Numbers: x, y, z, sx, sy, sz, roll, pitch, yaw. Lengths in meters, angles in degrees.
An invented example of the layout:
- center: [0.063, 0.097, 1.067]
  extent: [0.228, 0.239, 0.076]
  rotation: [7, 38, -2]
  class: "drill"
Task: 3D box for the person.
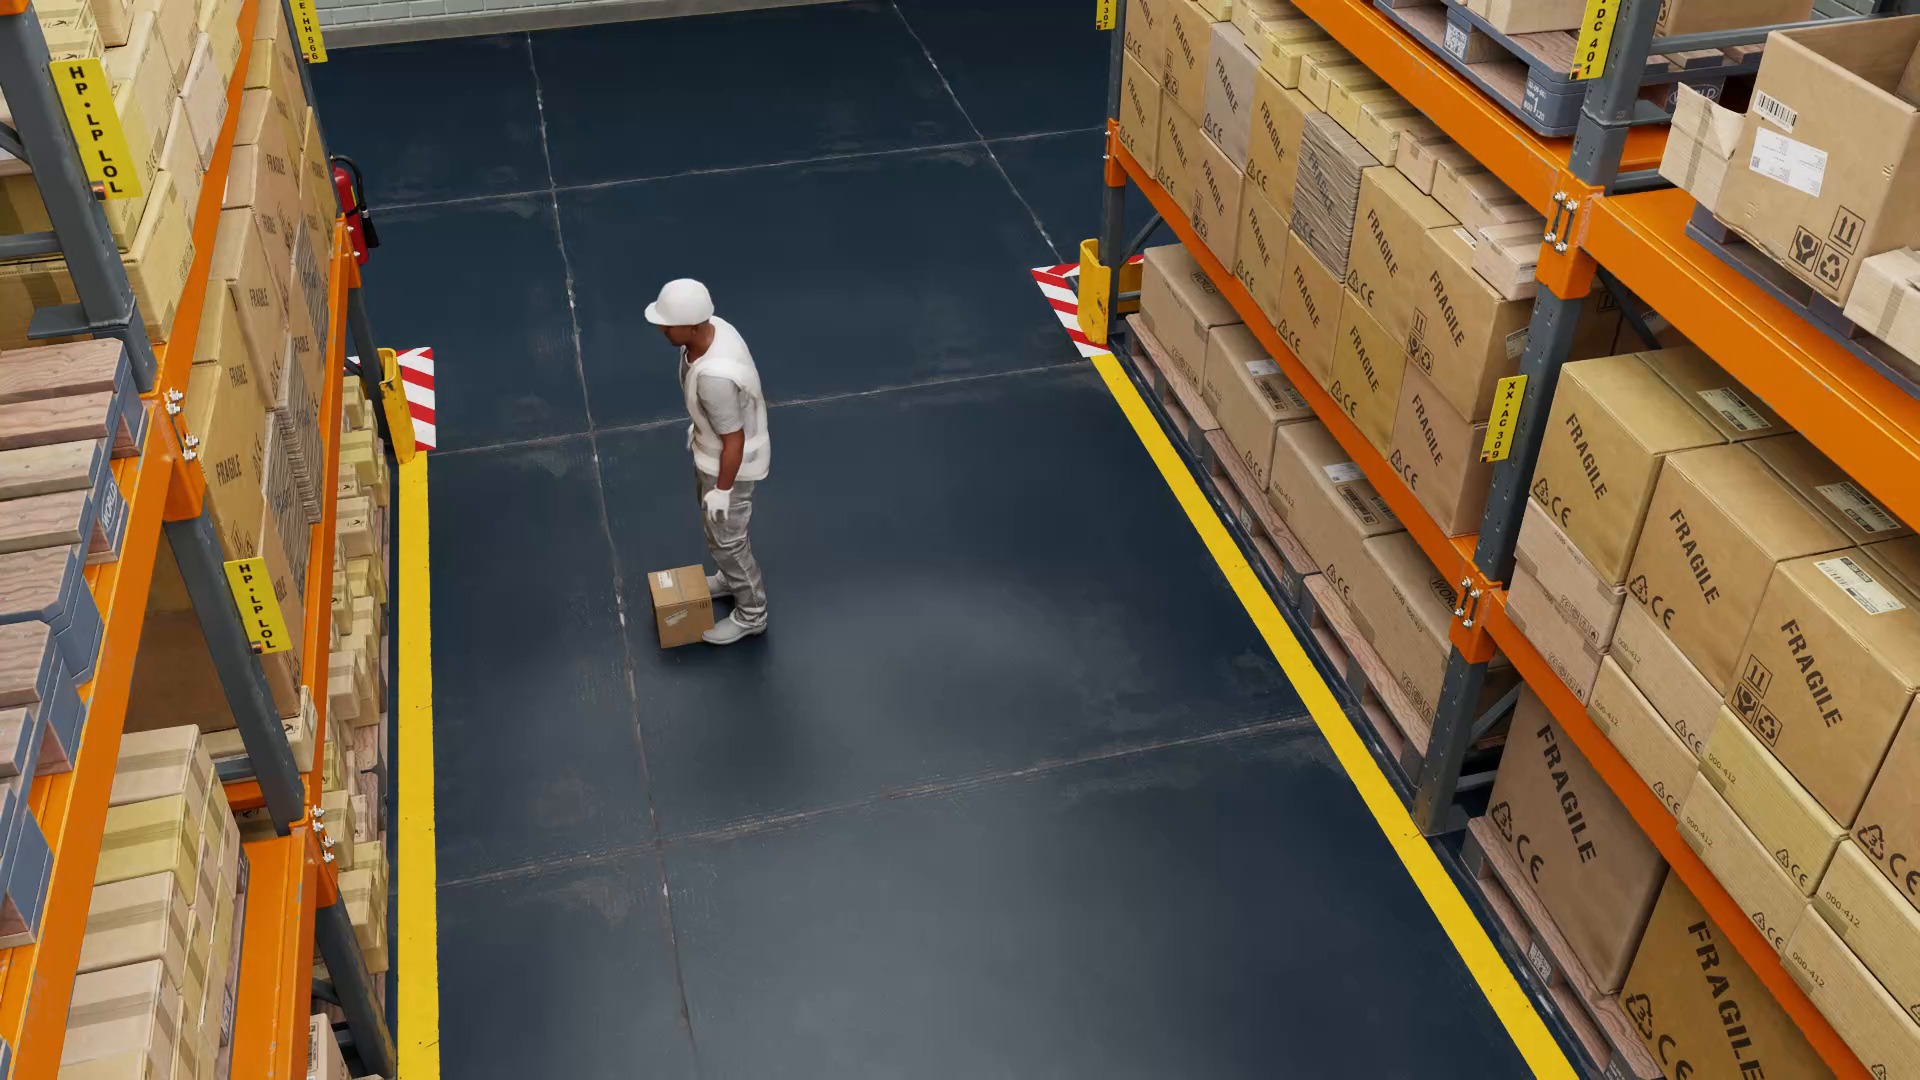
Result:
- center: [-1.045, -0.348, 7.153]
  extent: [0.446, 1.775, 0.617]
  rotation: [-9, 39, -12]
  class: "person"
